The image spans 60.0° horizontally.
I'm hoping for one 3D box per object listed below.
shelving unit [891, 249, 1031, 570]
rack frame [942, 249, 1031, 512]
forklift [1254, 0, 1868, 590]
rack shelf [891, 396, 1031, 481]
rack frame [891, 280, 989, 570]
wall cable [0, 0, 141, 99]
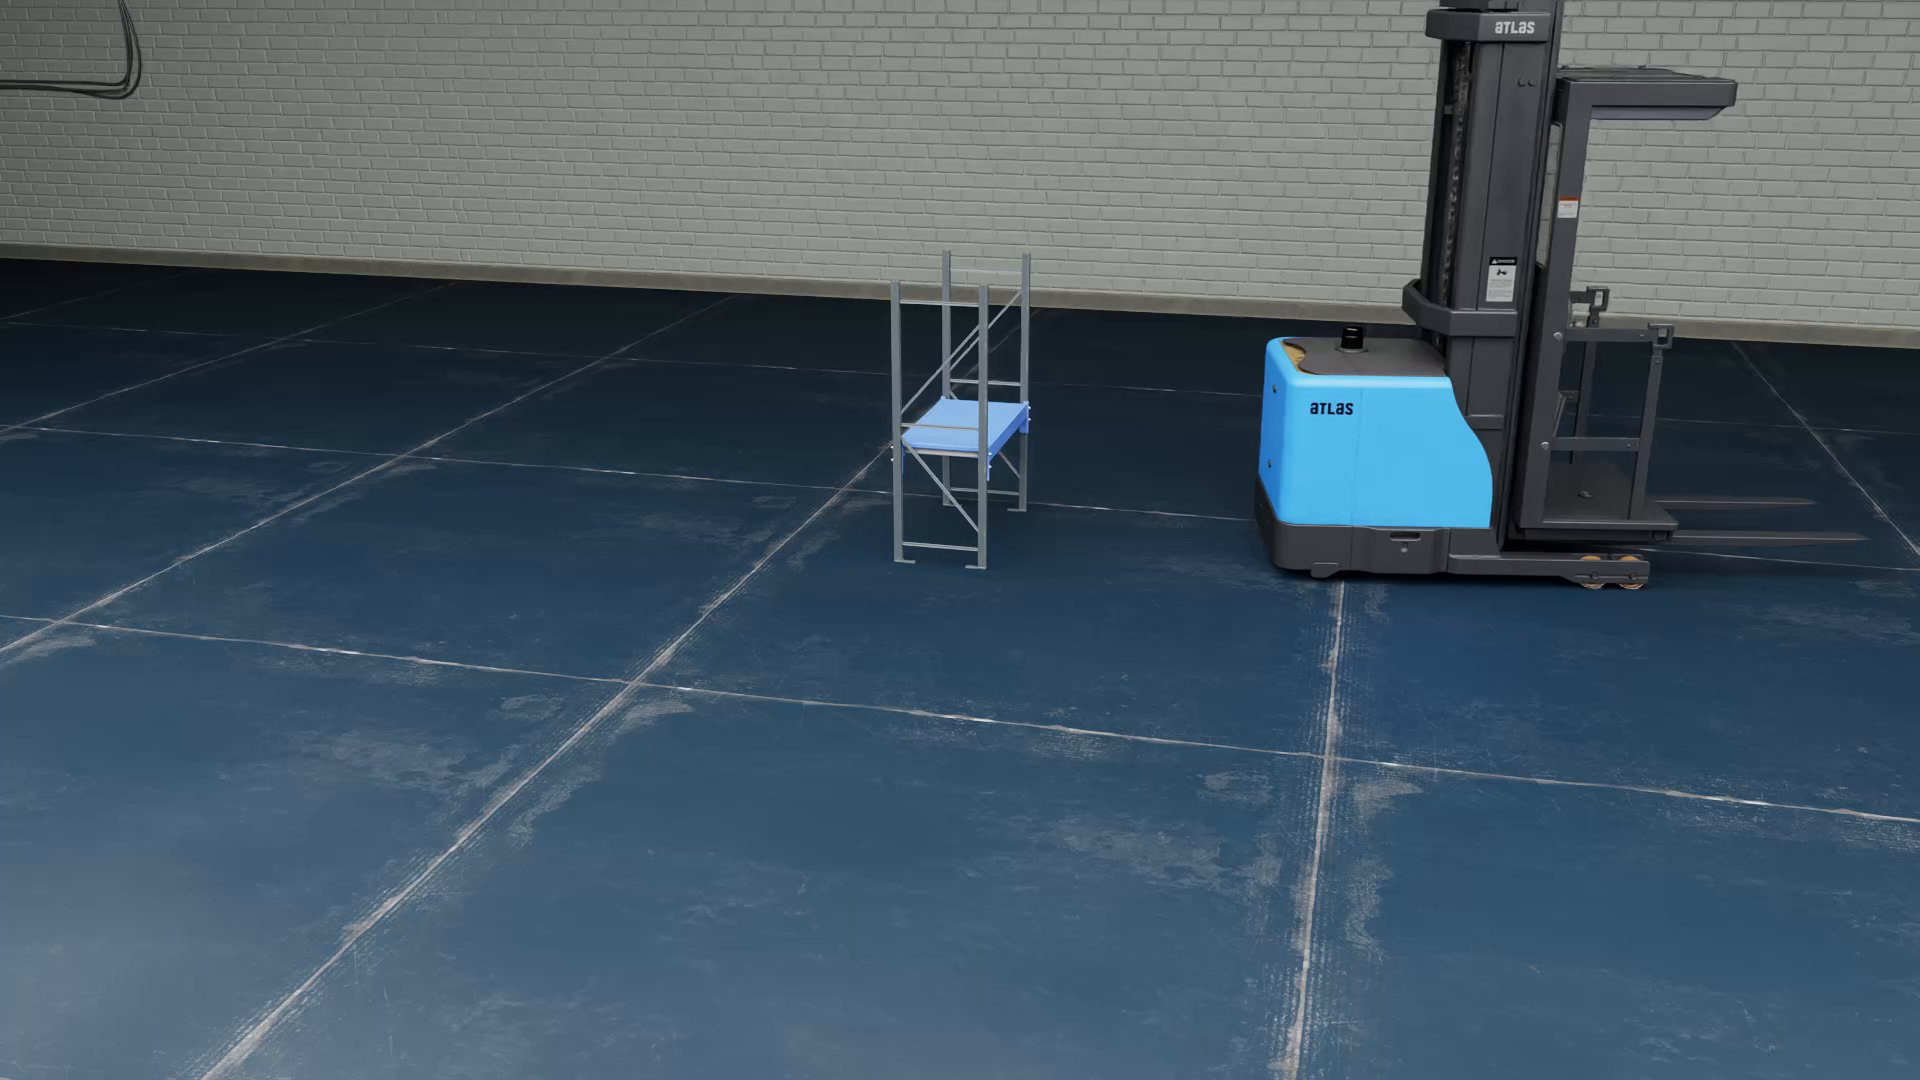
[{"bbox_3d":[0.021,-0.736,9.023,0.538,1.500,1.048,5,19,13],"label":"shelving unit"},{"bbox_3d":[0.145,-0.896,9.490,0.500,1.500,0.032,5,19,13],"label":"rack frame"},{"bbox_3d":[3.155,-1.312,8.495,3.031,2.935,1.130,1,19,3],"label":"forklift"},{"bbox_3d":[0.021,-0.566,9.082,0.538,0.185,1.000,5,19,13],"label":"rack shelf"},{"bbox_3d":[-0.103,-0.577,8.557,0.500,1.500,0.032,5,19,13],"label":"rack frame"},{"bbox_3d":[-9.920,-5.830,17.137,3.097,2.526,0.112,5,19,13],"label":"wall cable"}]
